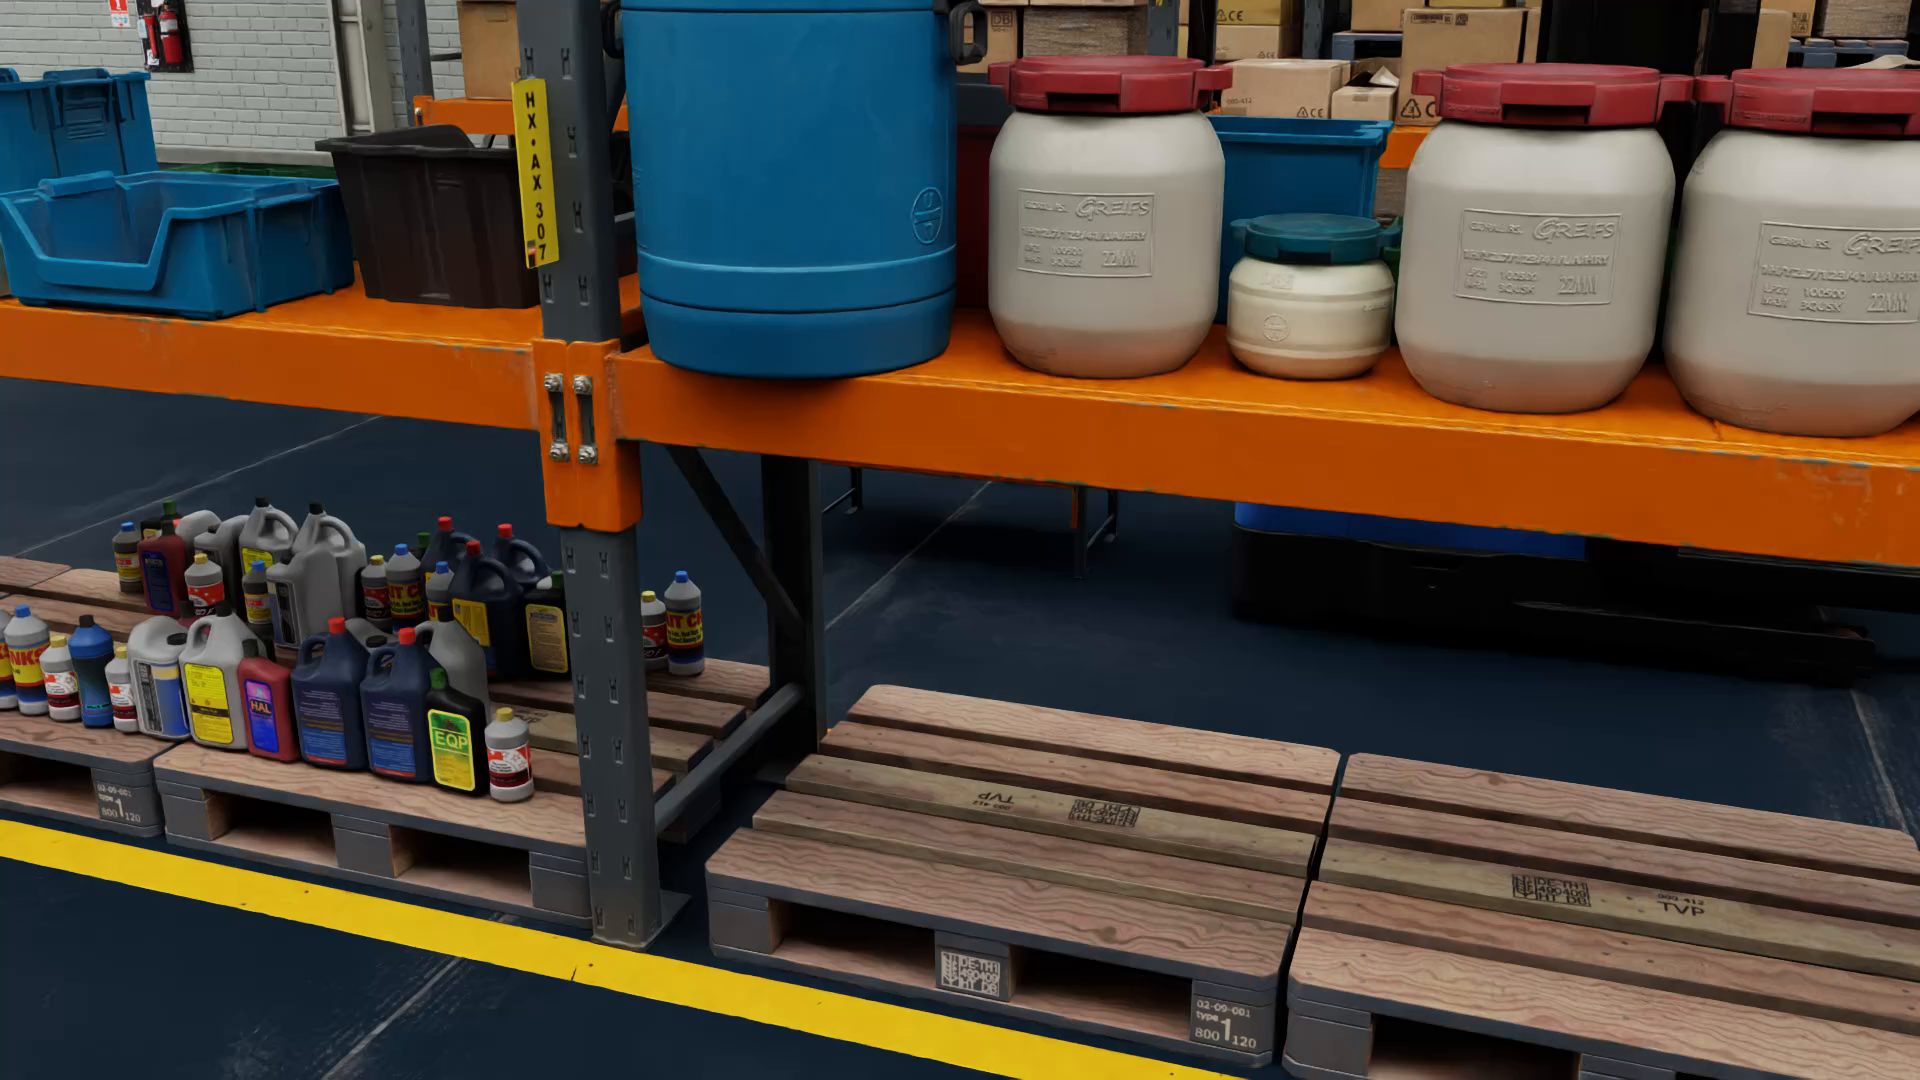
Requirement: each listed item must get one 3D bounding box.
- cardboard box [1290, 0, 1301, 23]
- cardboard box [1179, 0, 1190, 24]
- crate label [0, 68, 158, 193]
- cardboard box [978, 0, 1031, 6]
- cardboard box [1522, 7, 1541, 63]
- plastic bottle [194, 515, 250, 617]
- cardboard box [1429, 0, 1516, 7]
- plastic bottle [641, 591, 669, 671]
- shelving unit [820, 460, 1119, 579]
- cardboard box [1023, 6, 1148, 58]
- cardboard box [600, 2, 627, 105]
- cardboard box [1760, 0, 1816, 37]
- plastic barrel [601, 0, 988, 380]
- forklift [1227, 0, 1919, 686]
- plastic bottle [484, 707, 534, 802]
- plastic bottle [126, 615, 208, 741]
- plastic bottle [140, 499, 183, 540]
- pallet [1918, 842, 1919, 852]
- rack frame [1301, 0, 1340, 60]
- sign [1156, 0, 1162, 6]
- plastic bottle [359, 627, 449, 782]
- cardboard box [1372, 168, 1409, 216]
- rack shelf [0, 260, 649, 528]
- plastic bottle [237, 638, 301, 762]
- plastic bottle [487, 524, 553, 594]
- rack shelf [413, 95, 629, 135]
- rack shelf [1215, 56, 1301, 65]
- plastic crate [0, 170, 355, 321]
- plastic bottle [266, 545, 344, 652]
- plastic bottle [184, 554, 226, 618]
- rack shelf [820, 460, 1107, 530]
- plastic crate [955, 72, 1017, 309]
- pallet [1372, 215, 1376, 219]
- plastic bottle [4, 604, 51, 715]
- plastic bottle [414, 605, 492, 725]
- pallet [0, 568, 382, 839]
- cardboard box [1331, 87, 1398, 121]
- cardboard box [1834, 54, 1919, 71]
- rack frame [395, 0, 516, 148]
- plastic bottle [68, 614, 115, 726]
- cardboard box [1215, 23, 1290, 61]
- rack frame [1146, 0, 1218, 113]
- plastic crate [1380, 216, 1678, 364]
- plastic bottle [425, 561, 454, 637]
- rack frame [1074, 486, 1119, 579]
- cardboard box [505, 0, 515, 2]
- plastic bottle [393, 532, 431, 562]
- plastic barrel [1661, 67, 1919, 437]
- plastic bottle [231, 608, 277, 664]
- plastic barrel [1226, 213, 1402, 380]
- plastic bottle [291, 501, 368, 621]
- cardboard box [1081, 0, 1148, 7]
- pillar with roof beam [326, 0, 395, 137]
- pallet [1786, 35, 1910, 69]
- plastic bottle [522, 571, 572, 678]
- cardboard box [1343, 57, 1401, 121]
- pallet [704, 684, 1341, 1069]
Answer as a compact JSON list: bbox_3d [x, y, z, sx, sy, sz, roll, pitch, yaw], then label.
[{"bbox_3d":[2.306,-4.185,12.583,0.500,0.500,0.500,6,20,17],"label":"cardboard box"},{"bbox_3d":[1.660,-4.076,12.271,0.500,0.500,0.500,6,20,18],"label":"cardboard box"},{"bbox_3d":[-2.521,-1.030,4.421,0.616,0.435,0.502,7,20,18],"label":"crate label"},{"bbox_3d":[0.251,-2.607,7.860,0.250,0.149,0.380,6,20,16],"label":"cardboard box"},{"bbox_3d":[2.750,-2.084,7.346,0.500,0.500,0.500,7,20,18],"label":"cardboard box"},{"bbox_3d":[-2.110,0.063,4.808,0.135,0.276,0.152,6,20,17],"label":"plastic bottle"},{"bbox_3d":[3.676,-3.903,11.896,0.500,0.500,0.700,9,21,24],"label":"cardboard box"},{"bbox_3d":[-0.823,0.236,4.426,0.097,0.201,0.097,0,19,0],"label":"plastic bottle"},{"bbox_3d":[0.006,-0.530,5.889,1.048,1.125,0.538,7,20,18],"label":"shelving unit"},{"bbox_3d":[0.638,-2.329,8.049,0.500,0.500,0.700,6,20,17],"label":"cardboard box"},{"bbox_3d":[-1.785,-2.605,8.842,0.500,0.500,0.700,7,20,19],"label":"cardboard box"},{"bbox_3d":[5.476,-3.699,11.310,0.500,0.500,0.700,5,20,13],"label":"cardboard box"},{"bbox_3d":[-0.304,-0.797,3.044,0.708,0.901,0.600,7,20,18],"label":"plastic barrel"},{"bbox_3d":[2.439,-1.152,4.929,3.031,2.935,1.130,5,20,15],"label":"forklift"},{"bbox_3d":[-1.015,0.475,3.739,0.097,0.201,0.097,0,19,0],"label":"plastic bottle"},{"bbox_3d":[-1.911,0.328,4.048,0.135,0.276,0.152,7,20,19],"label":"plastic bottle"},{"bbox_3d":[-2.353,0.016,4.932,0.133,0.283,0.061,7,20,19],"label":"plastic bottle"},{"bbox_3d":[2.489,0.957,3.010,1.213,0.211,1.003,7,20,18],"label":"pallet"},{"bbox_3d":[2.681,-3.776,12.353,0.127,3.000,1.000,7,20,18],"label":"rack frame"},{"bbox_3d":[0.878,-2.509,7.282,0.005,0.325,0.100,7,20,18],"label":"sign"},{"bbox_3d":[-1.273,0.367,3.822,0.185,0.351,0.144,6,20,17],"label":"plastic bottle"},{"bbox_3d":[3.382,-2.730,12.479,0.500,0.500,0.700,7,20,20],"label":"cardboard box"},{"bbox_3d":[-2.459,-0.572,4.254,4.000,0.370,1.077,7,20,18],"label":"rack shelf"},{"bbox_3d":[-1.622,0.373,3.906,0.133,0.283,0.061,8,21,22],"label":"plastic bottle"},{"bbox_3d":[-1.196,0.131,4.500,0.185,0.351,0.144,7,20,20],"label":"plastic bottle"},{"bbox_3d":[-0.830,-2.112,8.671,4.000,0.370,1.077,7,20,18],"label":"rack shelf"},{"bbox_3d":[0.792,-3.653,13.091,4.000,0.370,1.077,7,20,18],"label":"rack shelf"},{"bbox_3d":[-1.704,-0.661,3.641,0.616,0.251,0.499,7,20,18],"label":"plastic crate"},{"bbox_3d":[-1.801,0.149,4.563,0.135,0.276,0.152,7,20,18],"label":"plastic bottle"},{"bbox_3d":[-2.133,0.139,4.703,0.097,0.201,0.097,0,19,0],"label":"plastic bottle"},{"bbox_3d":[0.006,-0.300,5.969,1.000,0.278,0.538,7,20,18],"label":"rack shelf"},{"bbox_3d":[-0.012,-0.769,3.628,0.583,0.464,0.402,7,20,18],"label":"plastic crate"},{"bbox_3d":[3.417,-2.376,12.572,1.213,0.211,1.003,7,20,18],"label":"pallet"},{"bbox_3d":[-2.320,0.293,4.155,0.097,0.271,0.097,0,19,0],"label":"plastic bottle"},{"bbox_3d":[-1.226,0.322,3.951,0.185,0.351,0.144,7,20,18],"label":"plastic bottle"},{"bbox_3d":[-2.347,0.404,4.597,1.213,0.211,1.003,7,20,18],"label":"pallet"},{"bbox_3d":[1.829,-1.958,7.518,0.250,0.149,0.380,7,20,18],"label":"cardboard box"},{"bbox_3d":[4.056,-1.919,7.158,0.500,0.311,0.500,6,20,17],"label":"cardboard box"},{"bbox_3d":[-2.719,-2.668,9.173,0.127,3.000,1.000,7,20,18],"label":"rack frame"},{"bbox_3d":[-2.128,0.315,4.092,0.097,0.271,0.097,0,19,0],"label":"plastic bottle"},{"bbox_3d":[2.134,-3.672,12.251,0.500,0.250,0.500,7,20,18],"label":"cardboard box"},{"bbox_3d":[1.059,-2.236,7.933,0.127,3.000,1.000,7,20,18],"label":"rack frame"},{"bbox_3d":[1.168,-0.496,3.263,0.662,0.188,0.450,7,20,18],"label":"plastic crate"},{"bbox_3d":[-1.373,0.190,4.450,0.097,0.271,0.097,0,19,0],"label":"plastic bottle"},{"bbox_3d":[0.487,-0.476,5.731,0.032,1.125,0.500,7,20,18],"label":"rack frame"},{"bbox_3d":[-2.169,-2.884,8.656,0.250,0.149,0.380,6,20,17],"label":"cardboard box"},{"bbox_3d":[-1.517,0.111,4.658,0.133,0.283,0.061,7,21,20],"label":"plastic bottle"},{"bbox_3d":[1.364,-0.463,2.640,0.433,0.535,0.433,0,19,0],"label":"plastic barrel"},{"bbox_3d":[-1.750,0.309,4.092,0.133,0.283,0.061,7,20,18],"label":"plastic bottle"},{"bbox_3d":[0.630,-0.440,2.992,0.301,0.262,0.301,0,19,0],"label":"plastic barrel"},{"bbox_3d":[-1.776,0.064,4.690,0.185,0.351,0.144,6,20,18],"label":"plastic bottle"},{"bbox_3d":[0.732,-2.552,7.703,0.250,0.149,0.380,7,20,18],"label":"cardboard box"},{"bbox_3d":[-7.233,-6.544,11.179,0.400,9.000,9.100,7,20,18],"label":"pillar with roof beam"},{"bbox_3d":[5.752,-3.298,11.271,1.003,0.211,1.213,7,20,18],"label":"pallet"},{"bbox_3d":[-1.076,0.215,4.361,0.133,0.283,0.061,7,20,18],"label":"plastic bottle"},{"bbox_3d":[1.950,-2.134,7.847,0.258,0.266,0.396,6,20,17],"label":"cardboard box"},{"bbox_3d":[0.185,0.693,3.766,1.213,0.211,1.003,7,20,18],"label":"pallet"}]
